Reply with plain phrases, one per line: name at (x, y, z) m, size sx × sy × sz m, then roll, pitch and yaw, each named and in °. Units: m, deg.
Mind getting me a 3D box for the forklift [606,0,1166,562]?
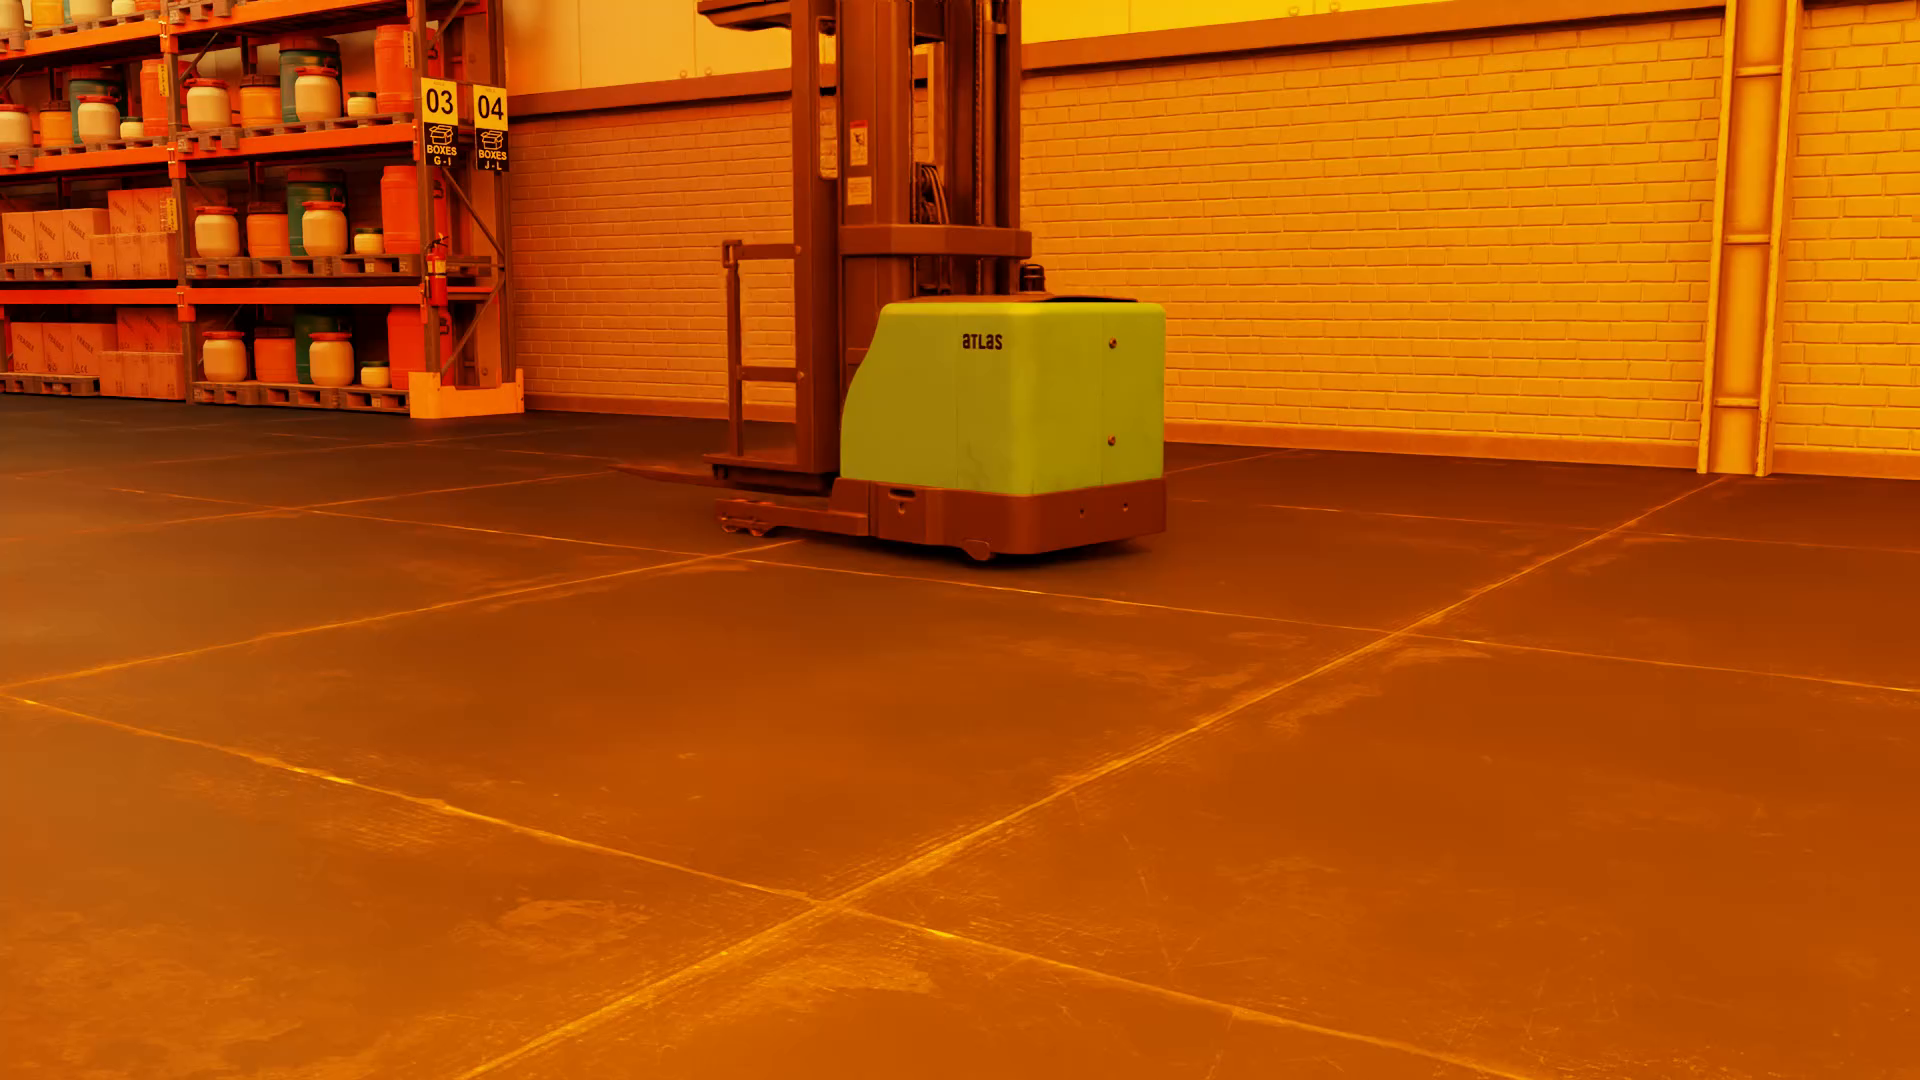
forklift at (-0.520, -1.512, 7.827) m, size 3.031 × 2.935 × 1.130 m, roll 7°, pitch 11°, yaw 42°
